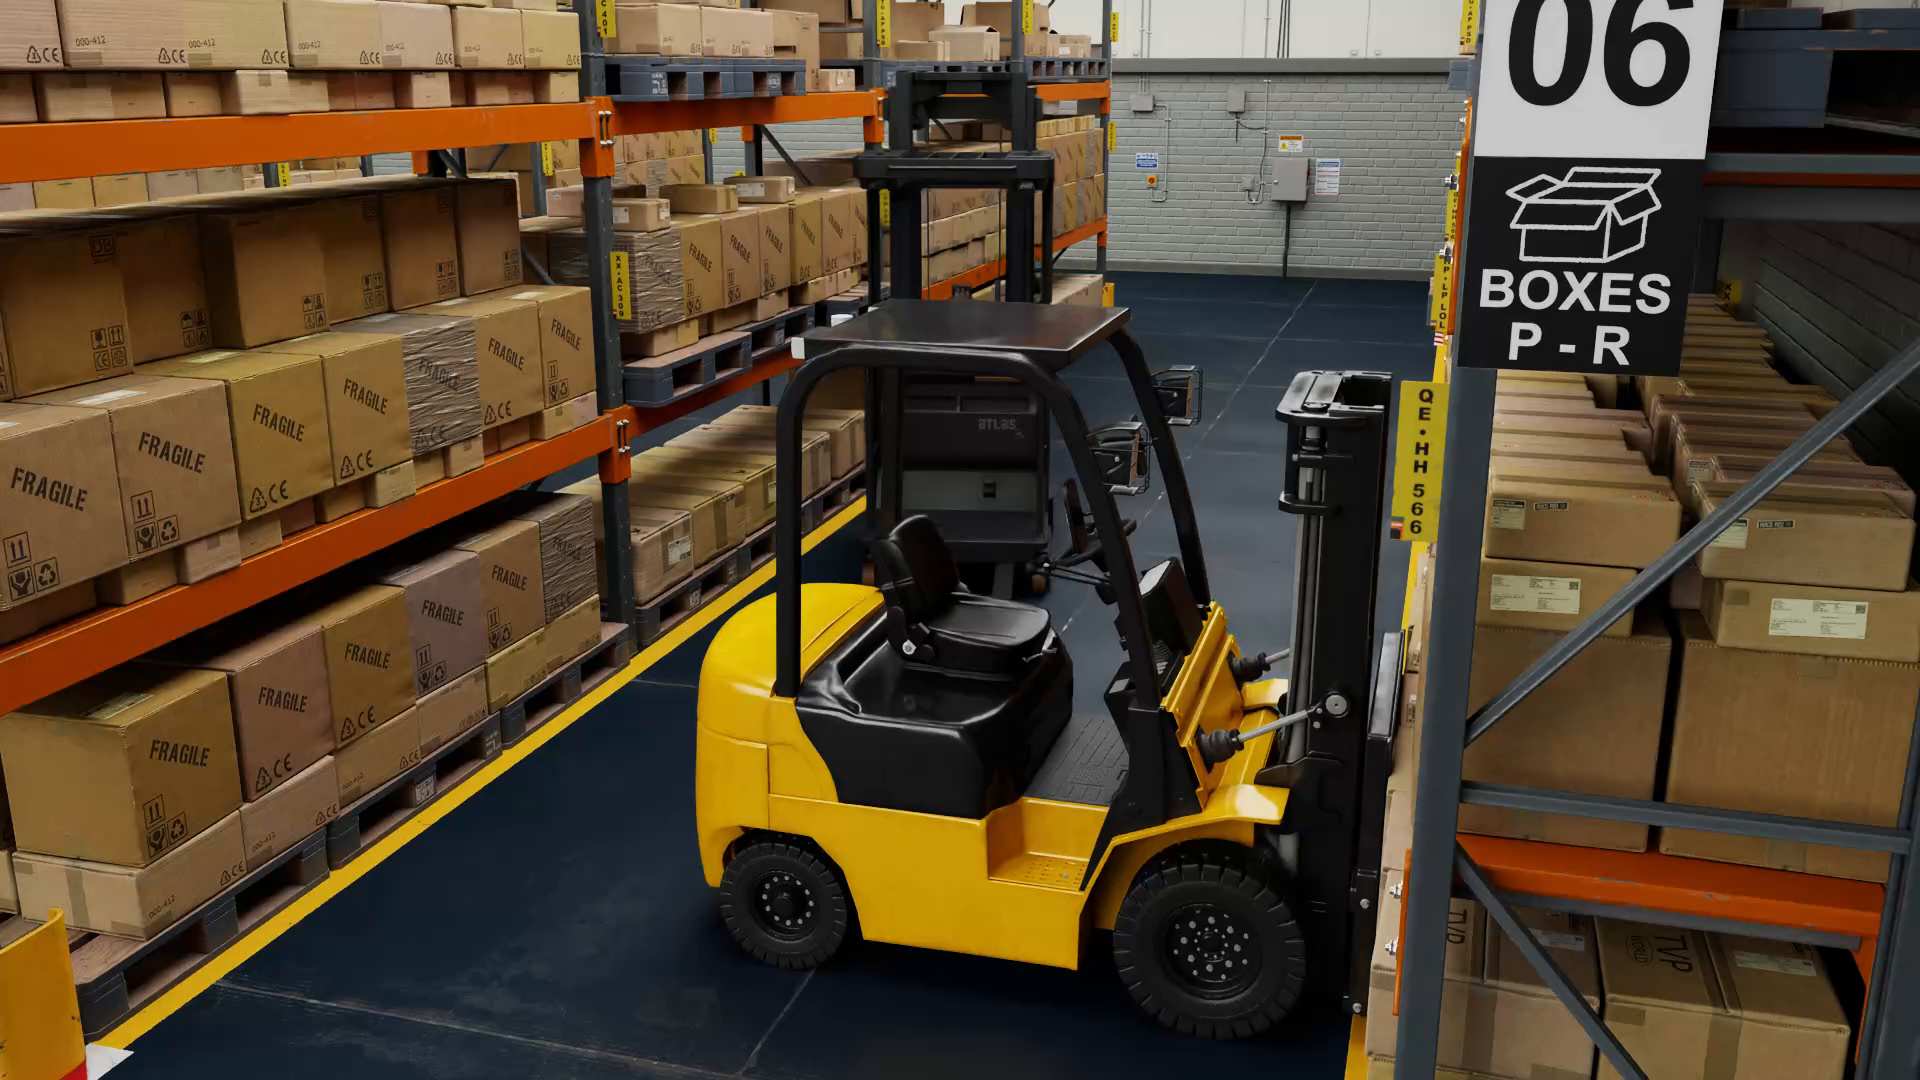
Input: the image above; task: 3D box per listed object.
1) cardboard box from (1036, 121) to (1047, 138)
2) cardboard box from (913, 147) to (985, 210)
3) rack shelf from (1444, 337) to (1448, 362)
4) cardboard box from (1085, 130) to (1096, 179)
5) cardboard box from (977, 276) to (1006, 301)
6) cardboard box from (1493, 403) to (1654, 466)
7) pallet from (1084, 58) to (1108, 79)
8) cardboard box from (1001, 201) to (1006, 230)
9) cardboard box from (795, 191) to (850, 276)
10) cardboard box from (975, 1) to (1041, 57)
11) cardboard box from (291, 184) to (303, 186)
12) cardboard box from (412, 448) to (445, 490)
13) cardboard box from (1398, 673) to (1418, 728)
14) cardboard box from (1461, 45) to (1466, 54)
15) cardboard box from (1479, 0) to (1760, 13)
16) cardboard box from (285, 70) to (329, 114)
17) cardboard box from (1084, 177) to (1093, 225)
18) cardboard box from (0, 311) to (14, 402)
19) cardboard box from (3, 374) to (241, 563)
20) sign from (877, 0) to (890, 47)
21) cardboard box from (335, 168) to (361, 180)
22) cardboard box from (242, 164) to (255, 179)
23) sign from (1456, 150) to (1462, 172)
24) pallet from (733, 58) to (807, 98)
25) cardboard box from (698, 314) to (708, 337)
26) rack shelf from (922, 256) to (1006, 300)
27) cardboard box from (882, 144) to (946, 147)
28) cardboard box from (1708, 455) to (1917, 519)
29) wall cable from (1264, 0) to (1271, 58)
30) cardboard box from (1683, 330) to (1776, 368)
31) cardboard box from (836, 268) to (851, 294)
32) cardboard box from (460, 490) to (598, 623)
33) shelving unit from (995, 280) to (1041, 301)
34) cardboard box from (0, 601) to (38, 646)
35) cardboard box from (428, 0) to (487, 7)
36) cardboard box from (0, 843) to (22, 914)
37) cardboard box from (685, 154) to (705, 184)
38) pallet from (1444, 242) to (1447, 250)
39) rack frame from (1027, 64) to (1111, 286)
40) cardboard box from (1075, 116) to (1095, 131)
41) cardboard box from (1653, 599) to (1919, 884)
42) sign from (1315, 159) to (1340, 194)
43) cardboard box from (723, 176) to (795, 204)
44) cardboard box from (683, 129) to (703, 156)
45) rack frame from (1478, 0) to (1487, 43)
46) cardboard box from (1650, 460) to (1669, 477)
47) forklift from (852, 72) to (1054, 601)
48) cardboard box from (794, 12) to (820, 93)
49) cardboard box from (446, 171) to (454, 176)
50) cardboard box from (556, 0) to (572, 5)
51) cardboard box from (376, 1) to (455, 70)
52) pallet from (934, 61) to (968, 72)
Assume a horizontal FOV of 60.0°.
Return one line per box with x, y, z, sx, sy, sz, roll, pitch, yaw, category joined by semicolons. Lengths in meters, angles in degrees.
0.645;-4.064;16.455;0.380;0.149;0.250;5;16;15;cardboard box
-0.101;-3.087;14.200;0.500;0.500;0.500;5;17;18;cardboard box
3.143;-0.661;8.983;1.077;0.370;4.000;5;16;16;rack shelf
1.195;-4.253;18.312;0.500;0.500;0.500;5;16;16;cardboard box
-0.012;-1.973;15.411;0.875;0.875;0.875;5;17;18;cardboard box
1.568;-0.248;4.290;0.380;0.149;0.250;5;17;16;cardboard box
1.024;-5.213;18.378;1.003;0.211;1.213;5;16;16;pallet
0.195;-2.995;15.252;0.500;0.250;0.500;5;16;16;cardboard box
-1.048;-2.031;10.996;0.500;0.500;0.500;4;16;15;cardboard box
0.456;-4.840;15.764;0.500;0.500;0.500;5;17;17;cardboard box
-5.830;-3.070;14.757;0.380;0.149;0.250;5;16;16;cardboard box
-2.372;-0.309;6.882;0.380;0.149;0.250;4;16;15;cardboard box
1.694;0.659;5.448;0.500;0.250;0.500;4;16;15;cardboard box
4.013;-3.769;12.631;0.380;0.149;0.250;5;17;17;cardboard box
1.330;-1.314;3.331;0.500;0.500;0.500;5;17;18;cardboard box
-2.518;-1.616;5.993;0.380;0.149;0.250;4;16;14;cardboard box
1.184;-3.779;18.472;0.500;0.500;0.500;4;16;15;cardboard box
-3.387;-0.645;5.044;0.700;0.500;0.500;4;16;15;cardboard box
-2.778;-0.251;5.489;0.500;0.500;0.500;5;17;18;cardboard box
-0.529;-3.564;11.453;0.100;0.325;0.005;5;16;16;sign
-8.160;-4.700;21.632;0.500;0.250;0.500;4;16;15;cardboard box
-8.742;-4.532;19.665;0.500;0.500;0.500;4;16;14;cardboard box
5.464;-4.082;18.138;0.100;0.325;0.005;5;16;16;sign
-1.617;-2.646;9.507;1.213;0.211;1.003;5;16;16;pallet
-1.639;-1.214;9.304;0.380;0.149;0.250;6;17;19;cardboard box
-0.481;-2.092;14.026;1.077;0.370;4.000;5;16;16;rack shelf
-0.431;-3.262;14.818;0.500;0.500;0.500;5;16;16;cardboard box
1.873;-0.077;3.687;0.380;0.149;0.250;5;17;18;cardboard box
3.291;-8.345;23.759;2.355;3.000;0.029;5;16;16;wall cable
2.496;-0.611;5.570;0.380;0.149;0.250;4;16;15;cardboard box
-0.952;-1.747;11.181;0.380;0.149;0.250;4;16;15;cardboard box
-2.097;0.067;7.990;0.500;0.500;0.500;4;16;15;cardboard box
0.316;-1.028;11.707;0.431;1.500;0.755;6;17;20;shelving unit
-3.028;0.226;4.995;0.380;0.149;0.250;5;16;16;cardboard box
-2.175;-2.261;6.806;0.380;0.149;0.250;5;17;18;cardboard box
-3.344;1.060;5.863;0.500;0.250;0.500;5;16;16;cardboard box
-3.431;-4.419;20.183;0.500;0.500;0.500;5;17;17;cardboard box
4.516;-2.284;13.738;1.003;0.211;1.213;5;16;16;pallet
1.224;-4.008;19.462;1.000;3.000;0.127;5;16;16;rack frame
1.273;-4.597;18.336;0.380;0.149;0.250;4;16;15;cardboard box
1.845;0.406;3.718;0.500;0.500;0.500;5;17;18;cardboard box
5.309;-5.254;24.029;0.329;0.494;0.001;5;16;16;sign
-1.244;-2.170;10.297;0.380;0.149;0.250;4;16;13;cardboard box
-3.442;-4.898;20.041;0.500;0.500;0.500;4;16;15;cardboard box
1.437;-2.324;2.532;1.000;3.000;0.127;5;16;16;rack frame
2.240;-0.266;4.897;0.380;0.149;0.250;5;16;16;cardboard box
-0.015;-1.189;9.652;1.130;2.935;3.031;1;16;3;forklift
-1.328;-3.159;10.788;0.700;0.500;0.500;5;16;16;cardboard box
-5.240;-3.619;16.691;0.380;0.149;0.250;6;17;19;cardboard box
-2.143;-2.843;8.448;0.500;0.250;0.500;5;17;17;cardboard box
-2.355;-1.981;6.550;0.500;0.250;0.500;4;16;15;cardboard box
-0.602;-3.732;13.340;1.003;0.211;1.213;5;17;18;pallet
